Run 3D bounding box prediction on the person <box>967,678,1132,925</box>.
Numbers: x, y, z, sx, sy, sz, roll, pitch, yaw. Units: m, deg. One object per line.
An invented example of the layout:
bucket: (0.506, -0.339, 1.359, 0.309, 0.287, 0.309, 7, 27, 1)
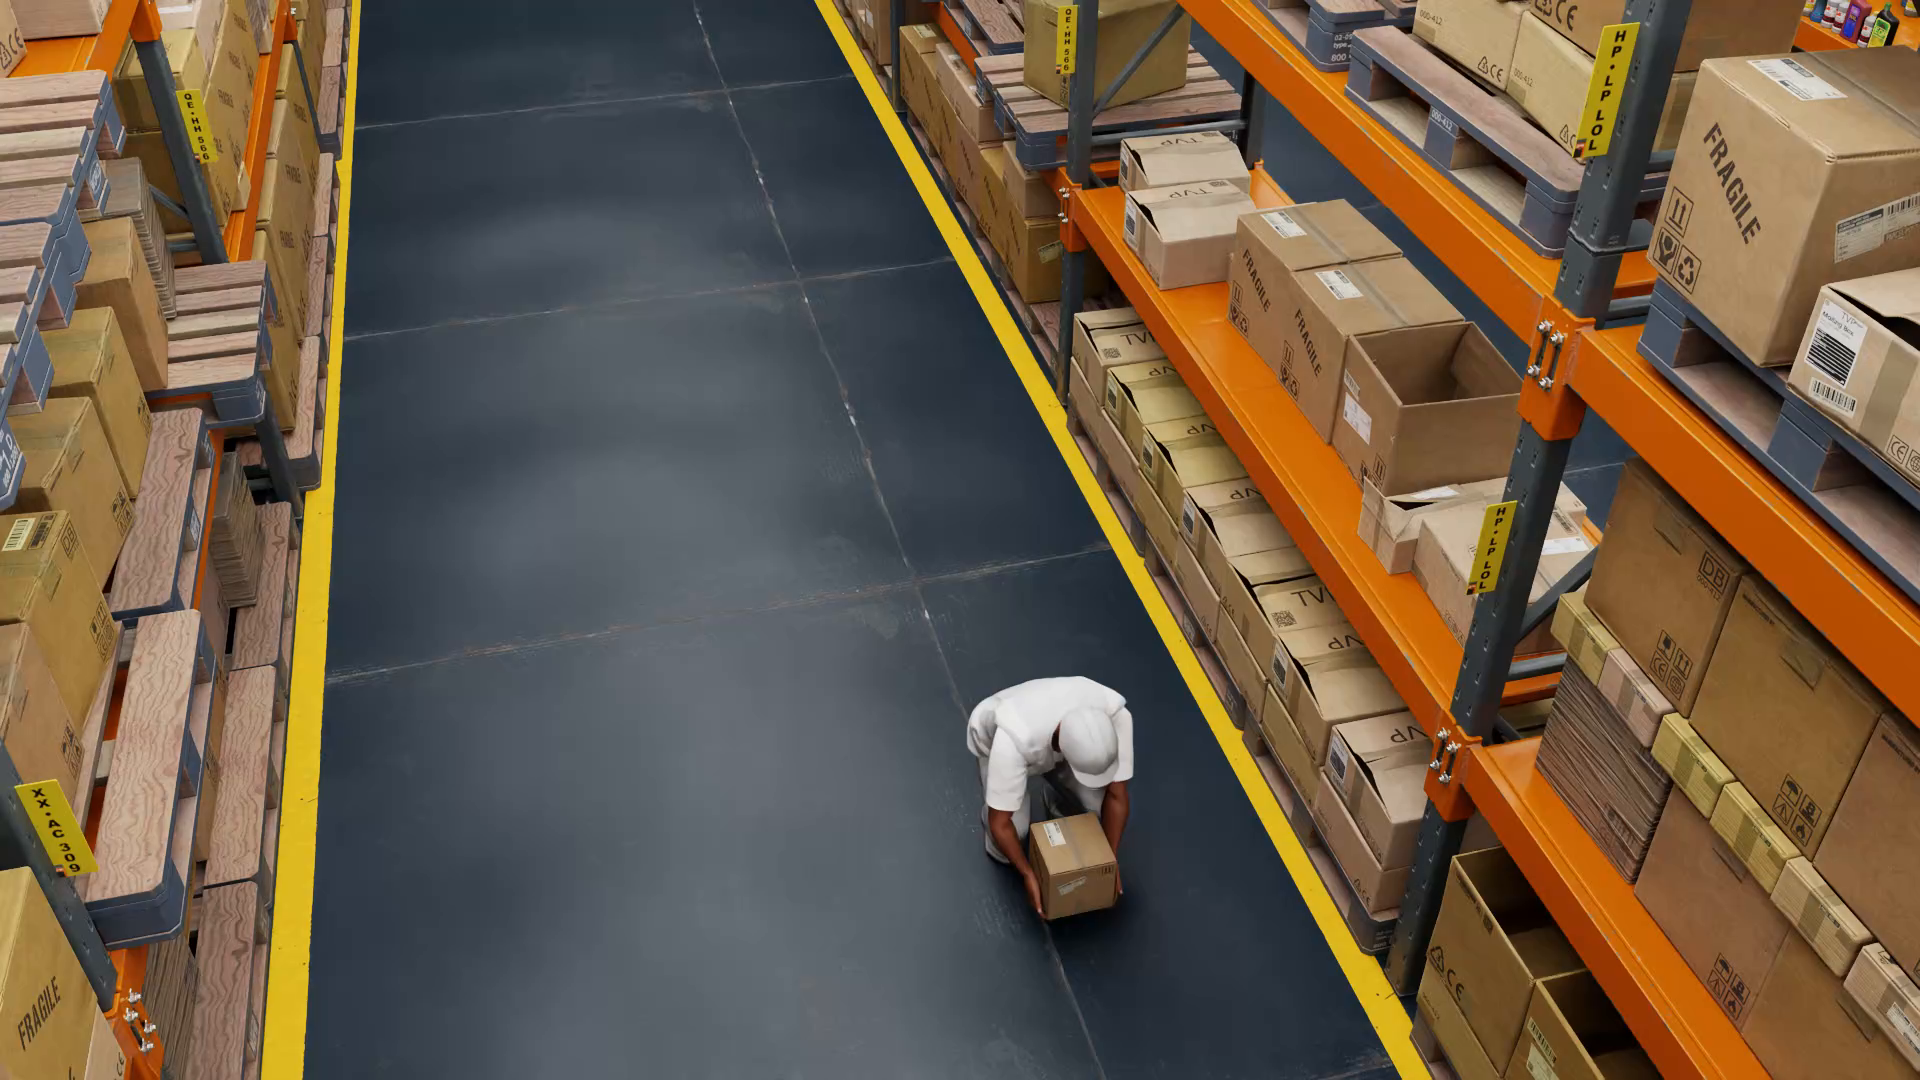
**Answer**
person: (0.341, 0.857, 6.233, 0.586, 0.994, 0.882, -10, 39, -12)
